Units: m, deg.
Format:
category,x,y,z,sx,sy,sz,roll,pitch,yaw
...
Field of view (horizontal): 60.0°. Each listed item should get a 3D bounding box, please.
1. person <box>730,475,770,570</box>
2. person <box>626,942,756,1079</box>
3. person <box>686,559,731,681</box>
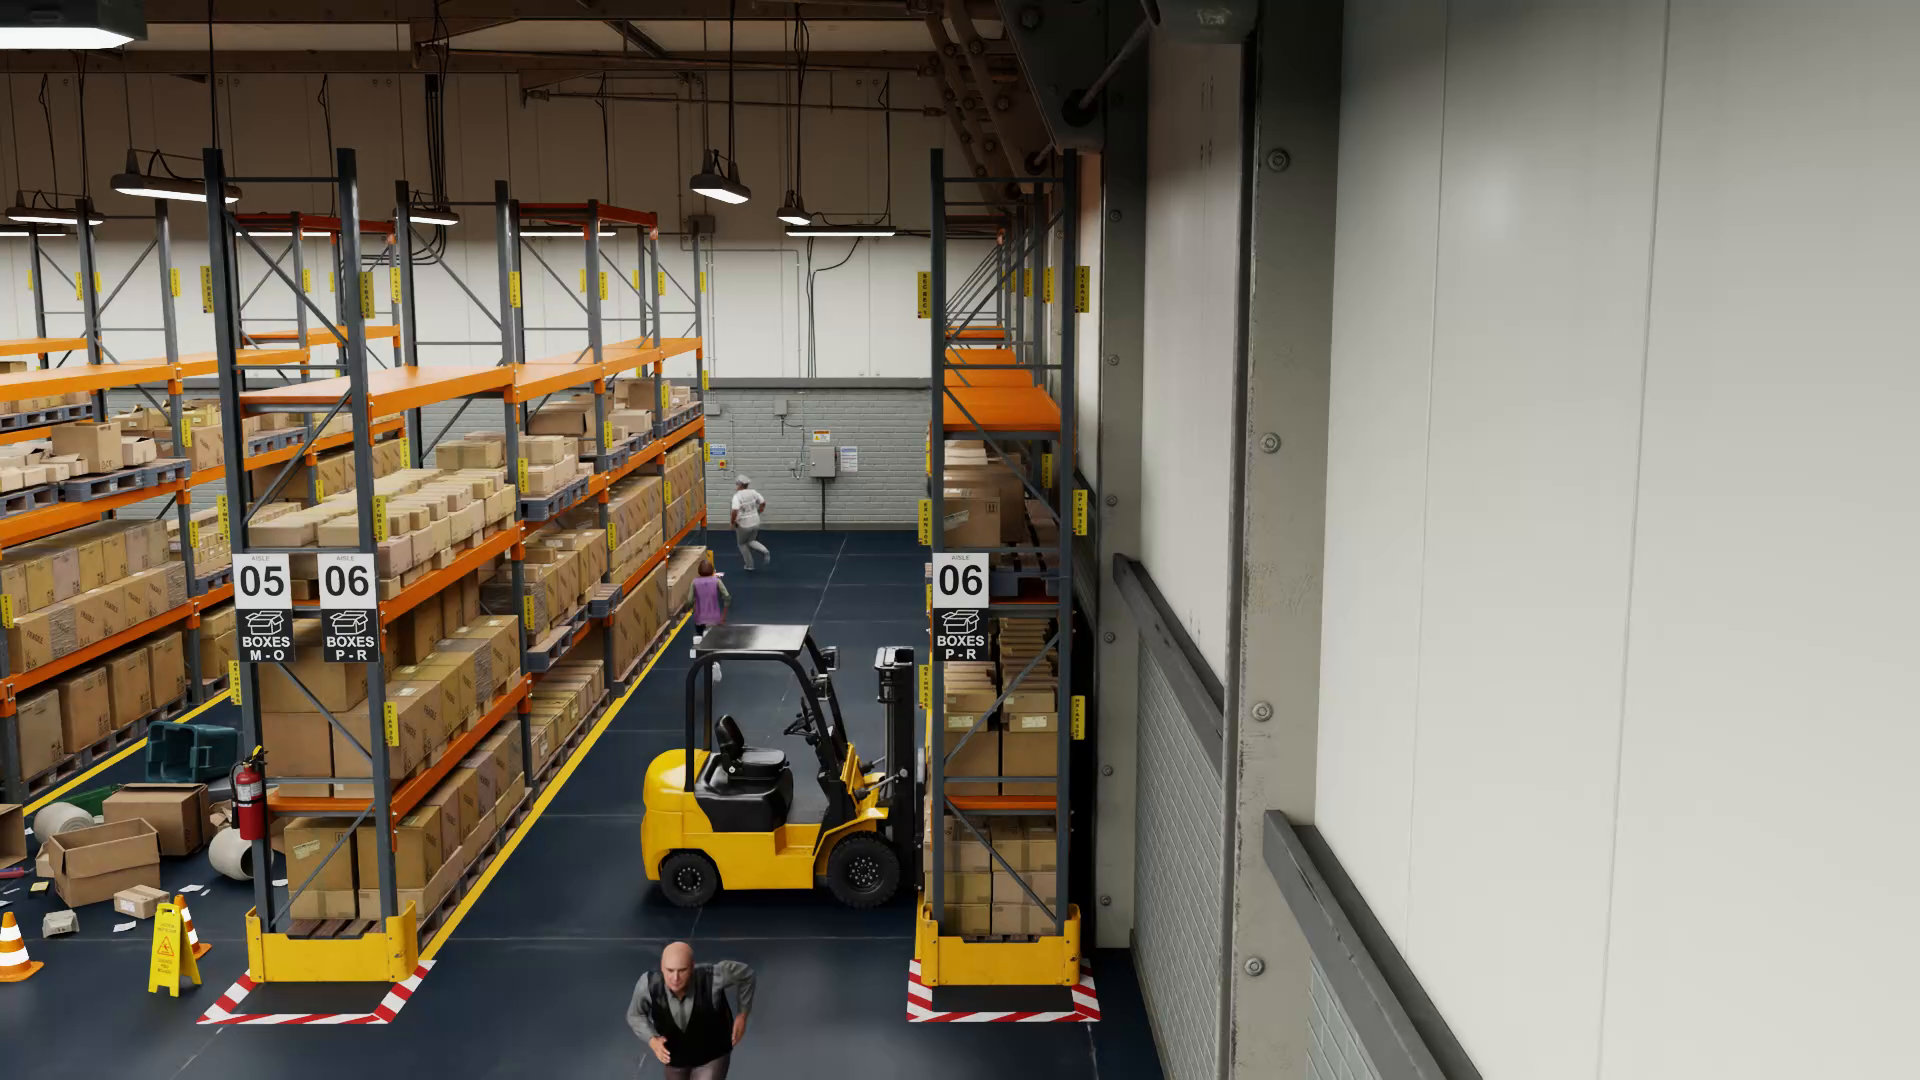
category,x,y,z,sx,sy,sz,roll,pitch,yaw
person,-3.722,-0.290,28.881,0.656,1.713,0.704,9,13,44
person,-1.483,2.918,9.348,0.701,1.681,0.987,0,9,-1
person,-3.095,0.993,20.494,0.547,1.477,0.509,-2,9,-9
